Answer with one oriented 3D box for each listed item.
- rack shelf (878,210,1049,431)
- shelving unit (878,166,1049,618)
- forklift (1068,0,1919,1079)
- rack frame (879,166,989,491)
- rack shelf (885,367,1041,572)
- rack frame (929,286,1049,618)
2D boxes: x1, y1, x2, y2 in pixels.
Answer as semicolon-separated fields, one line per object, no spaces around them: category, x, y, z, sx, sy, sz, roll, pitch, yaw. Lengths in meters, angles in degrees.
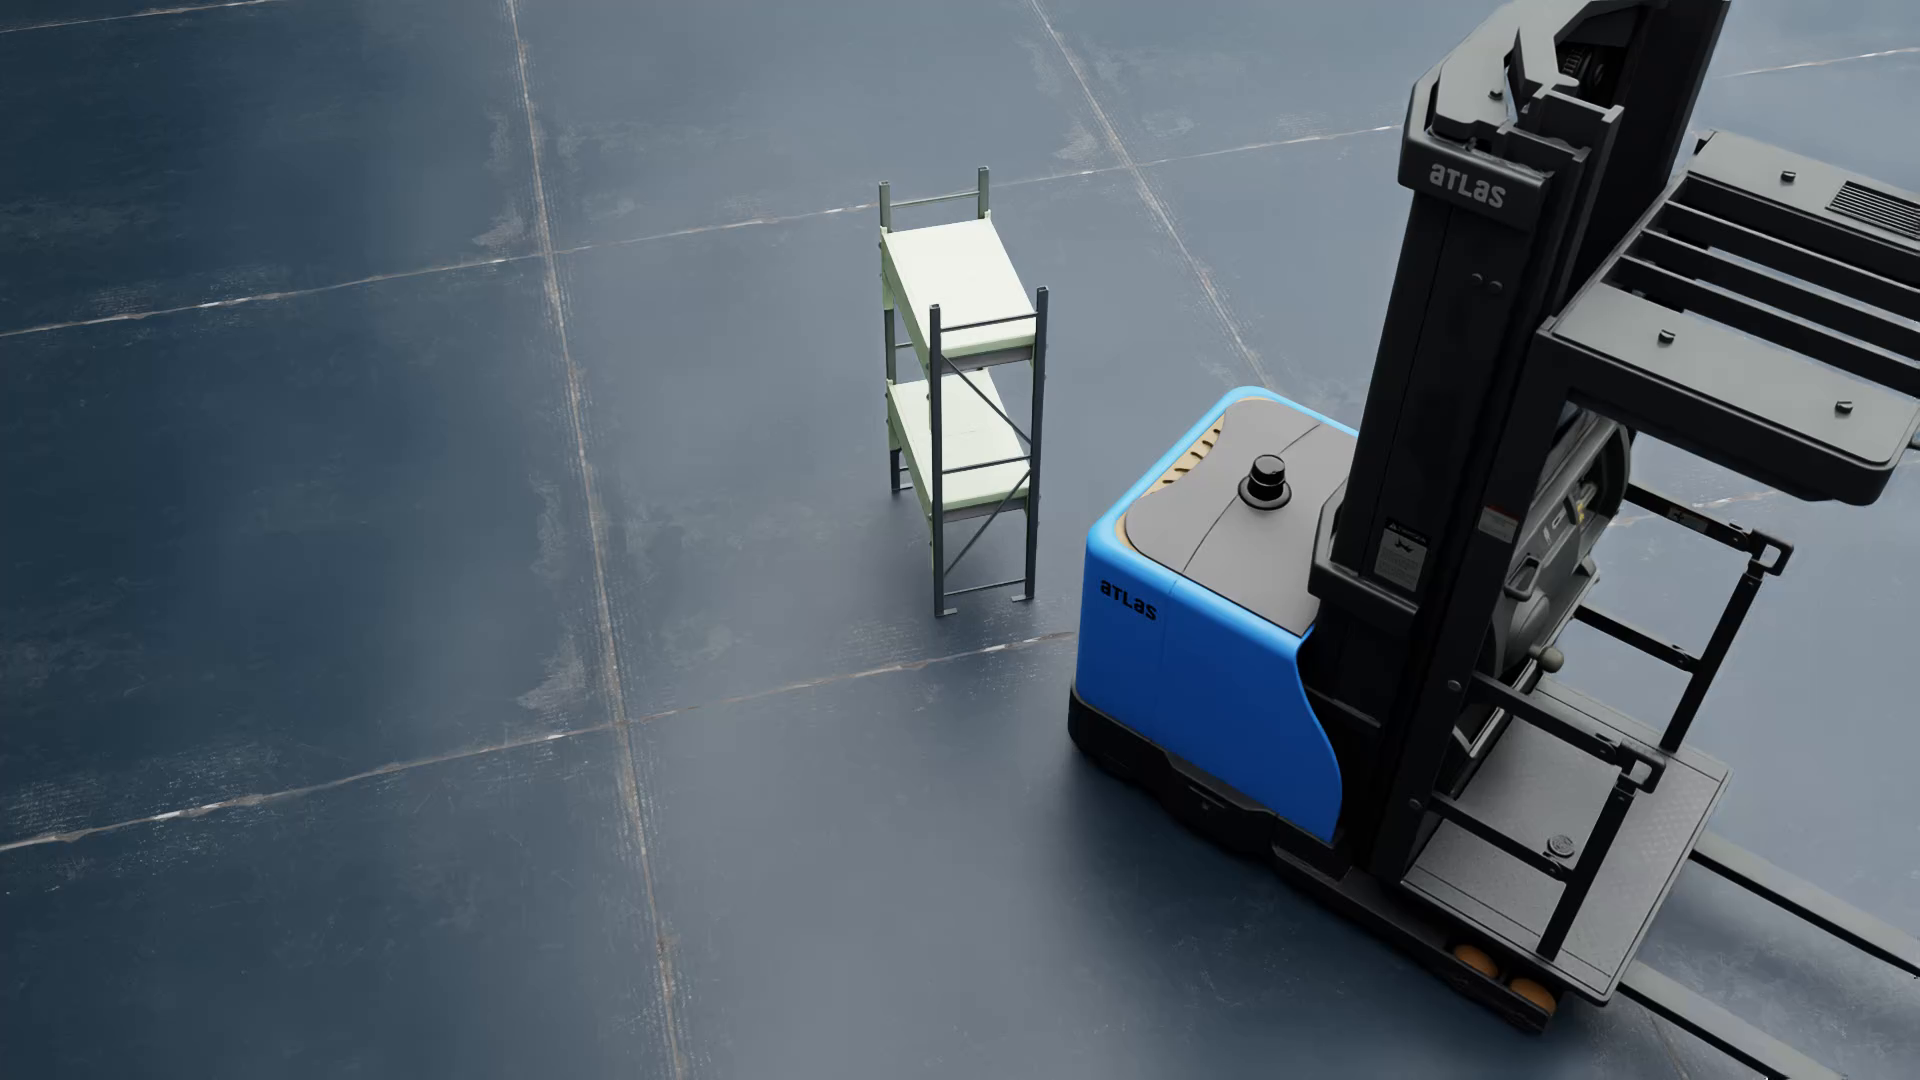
rack shelf;0.002;-0.793;5.931;0.431;0.370;0.720;-11;47;-10
shelving unit;0.002;-0.520;6.210;0.431;1.500;0.755;-11;47;-10
forklift;1.863;0.080;4.620;3.031;2.935;1.130;29;52;25
rack frame;-0.092;-0.773;6.457;0.400;1.500;0.023;-11;47;-10
rack shelf;0.002;-0.292;6.443;0.431;0.370;0.720;-11;47;-10
rack frame;0.095;-0.268;5.962;0.400;1.500;0.023;-11;47;-10
